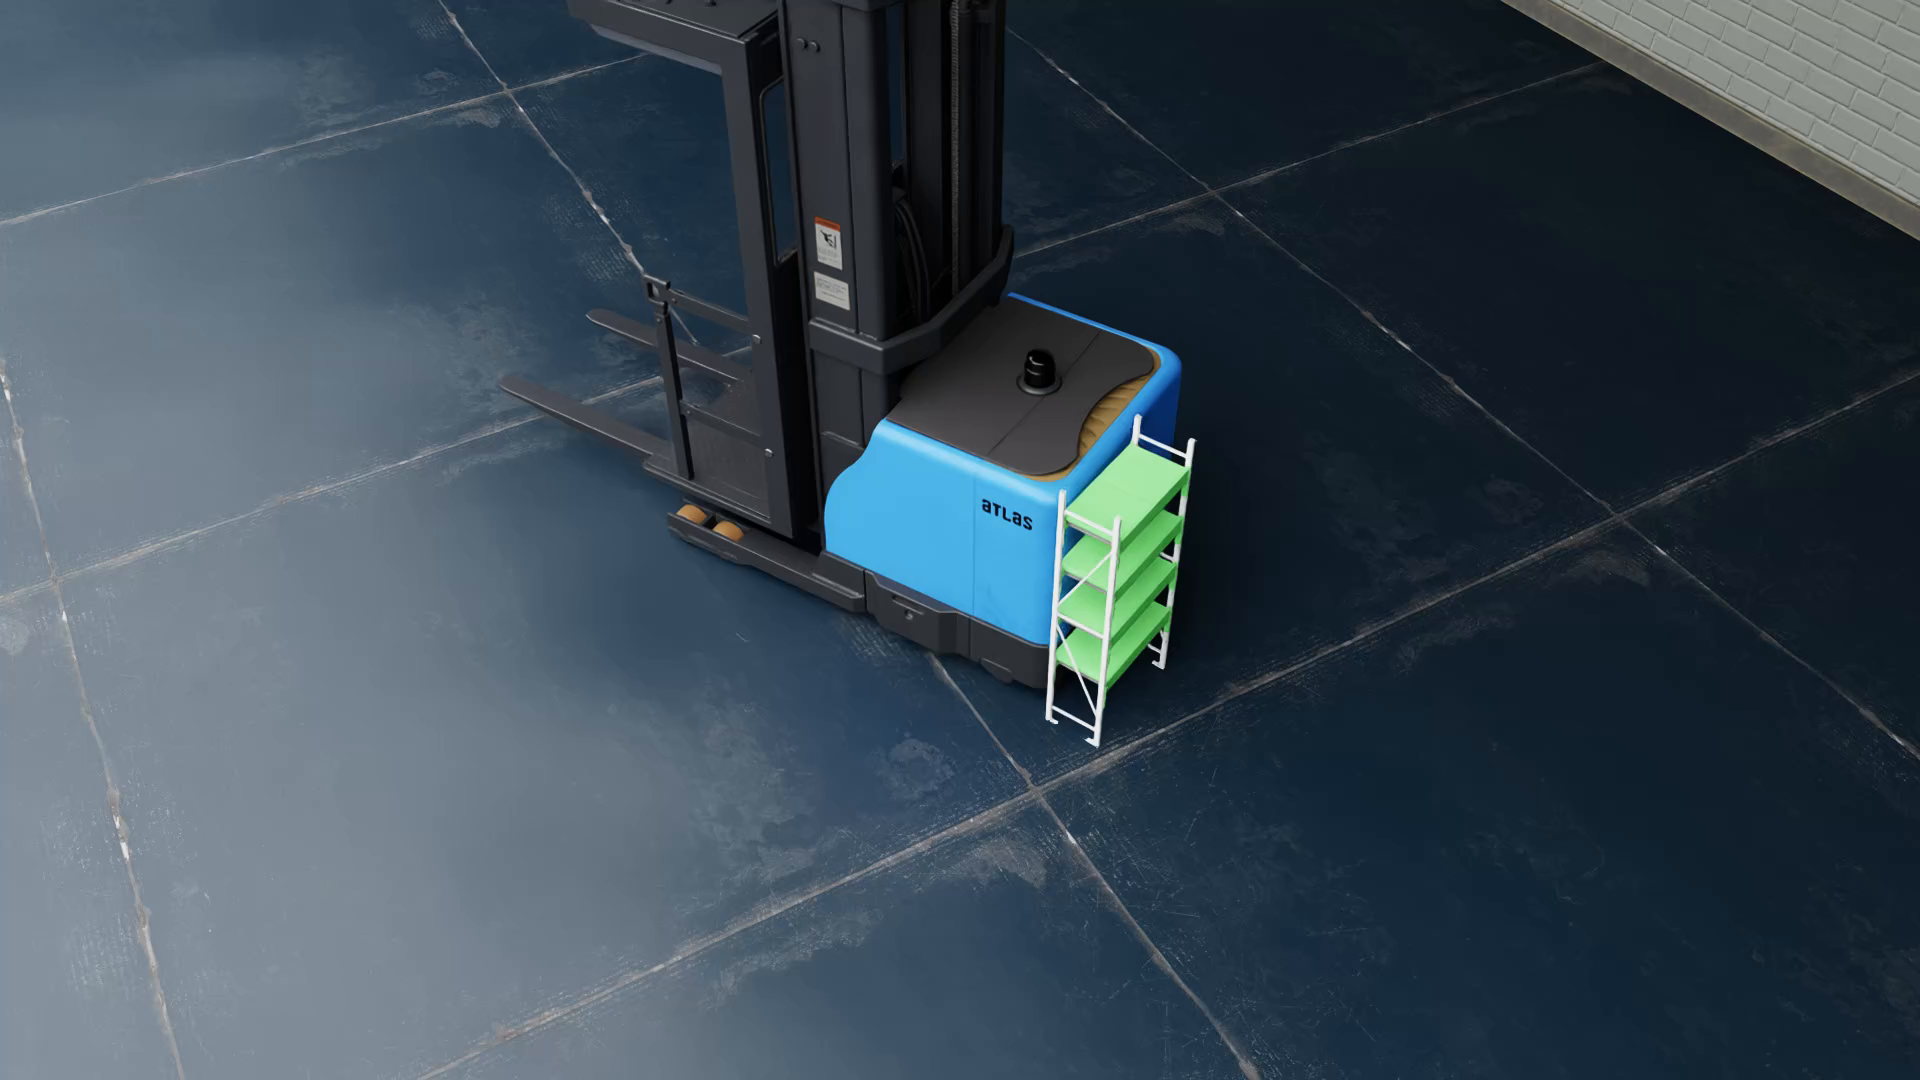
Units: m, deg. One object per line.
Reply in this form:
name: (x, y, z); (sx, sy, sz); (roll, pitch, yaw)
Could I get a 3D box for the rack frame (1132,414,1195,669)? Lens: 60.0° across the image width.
rack frame: (0.720, 0.035, 6.281); (0.240, 1.200, 0.015); (27, 50, 25)

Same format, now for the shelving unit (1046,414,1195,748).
shelving unit: (0.578, 0.173, 6.139); (0.258, 1.200, 0.503); (27, 50, 25)

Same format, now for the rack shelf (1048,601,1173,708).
rack shelf: (0.577, 0.391, 6.351); (0.258, 0.148, 0.480); (27, 50, 25)

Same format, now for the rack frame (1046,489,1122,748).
rack frame: (0.436, 0.311, 5.996); (0.240, 1.200, 0.015); (27, 50, 25)

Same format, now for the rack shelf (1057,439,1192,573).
rack shelf: (0.579, -0.125, 5.848); (0.258, 0.148, 0.480); (27, 50, 25)

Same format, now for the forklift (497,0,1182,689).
forklift: (-0.655, -1.255, 6.368); (3.031, 2.935, 1.130); (23, 49, 22)

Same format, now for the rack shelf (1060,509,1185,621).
rack shelf: (0.579, 0.047, 6.016); (0.258, 0.148, 0.480); (27, 50, 25)

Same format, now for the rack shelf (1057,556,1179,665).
rack shelf: (0.578, 0.219, 6.183); (0.258, 0.148, 0.480); (27, 50, 25)
